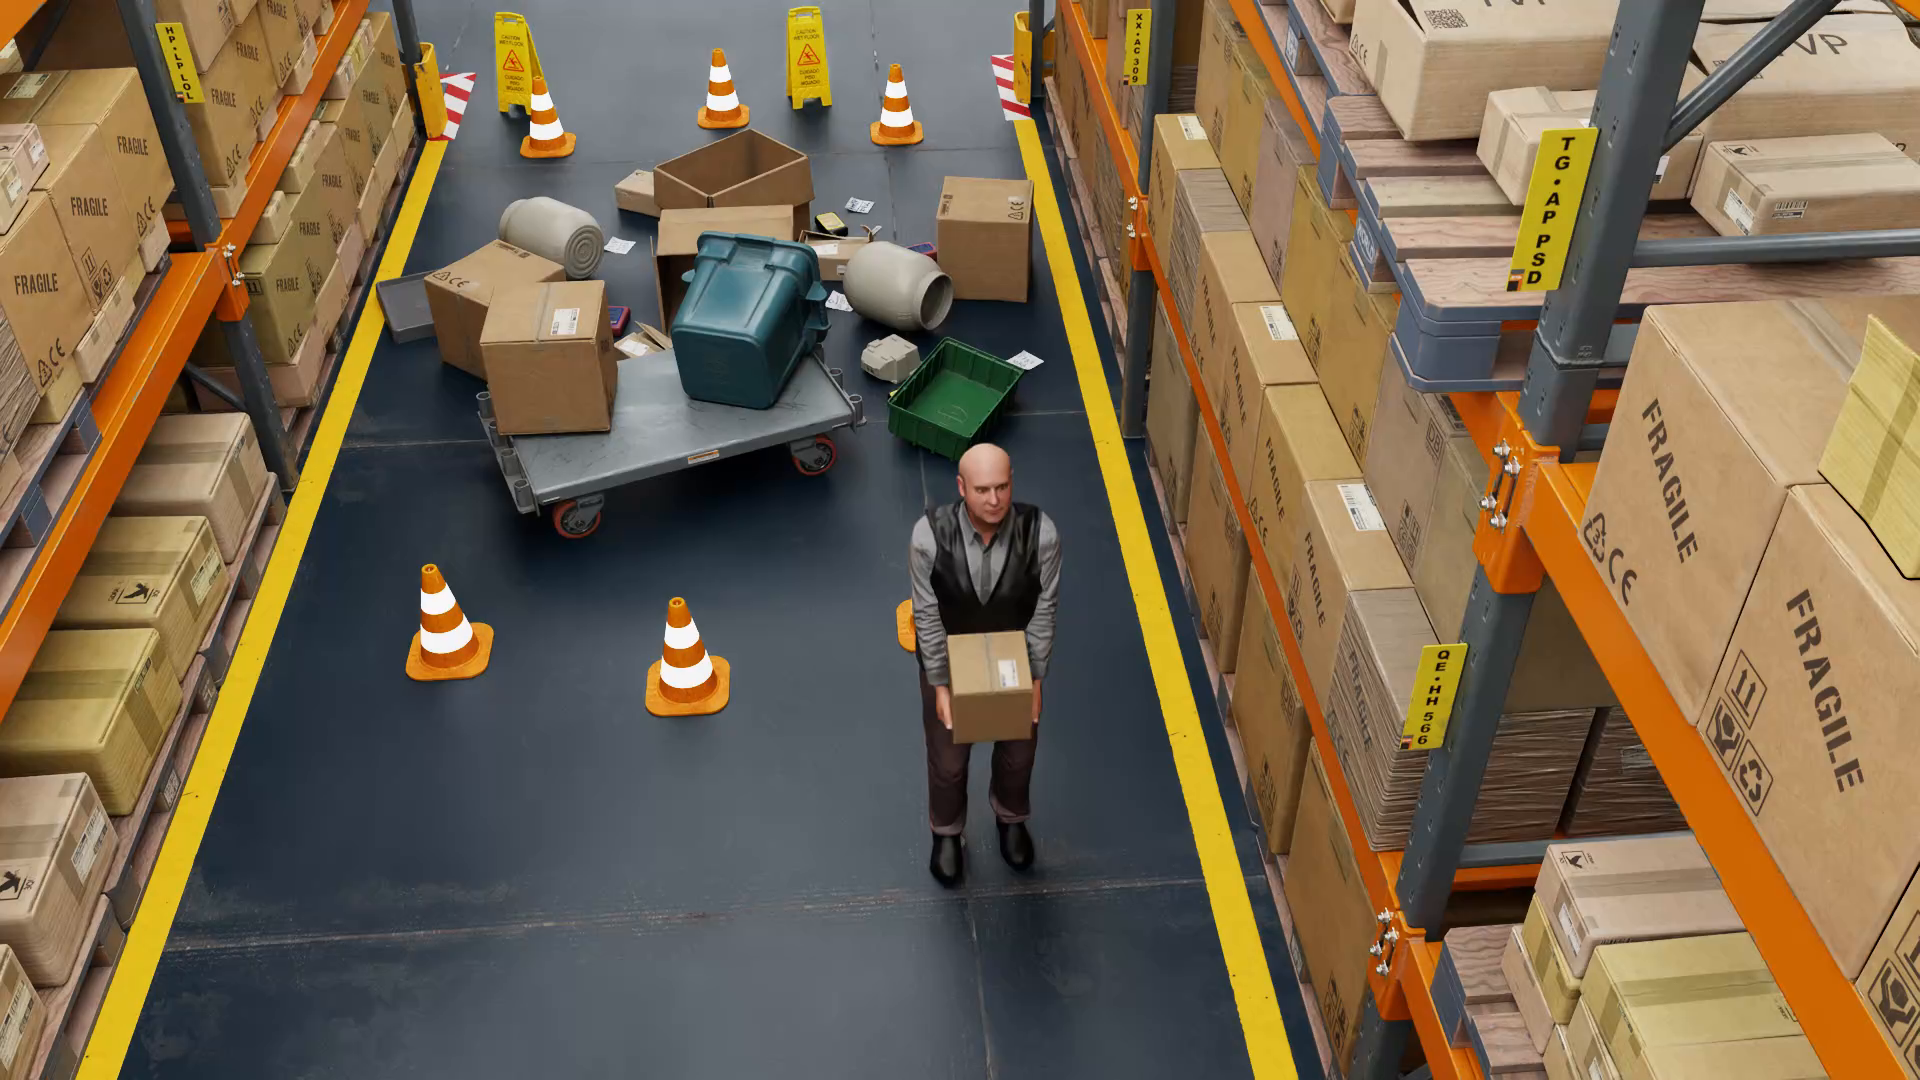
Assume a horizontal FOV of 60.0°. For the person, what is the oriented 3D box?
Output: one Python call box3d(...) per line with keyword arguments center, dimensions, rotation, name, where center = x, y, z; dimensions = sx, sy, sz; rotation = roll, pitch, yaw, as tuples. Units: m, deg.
box3d(center=(0.091, 0.459, 5.563), dimensions=(0.499, 1.661, 0.554), rotation=(-3, 39, -4), name="person")
